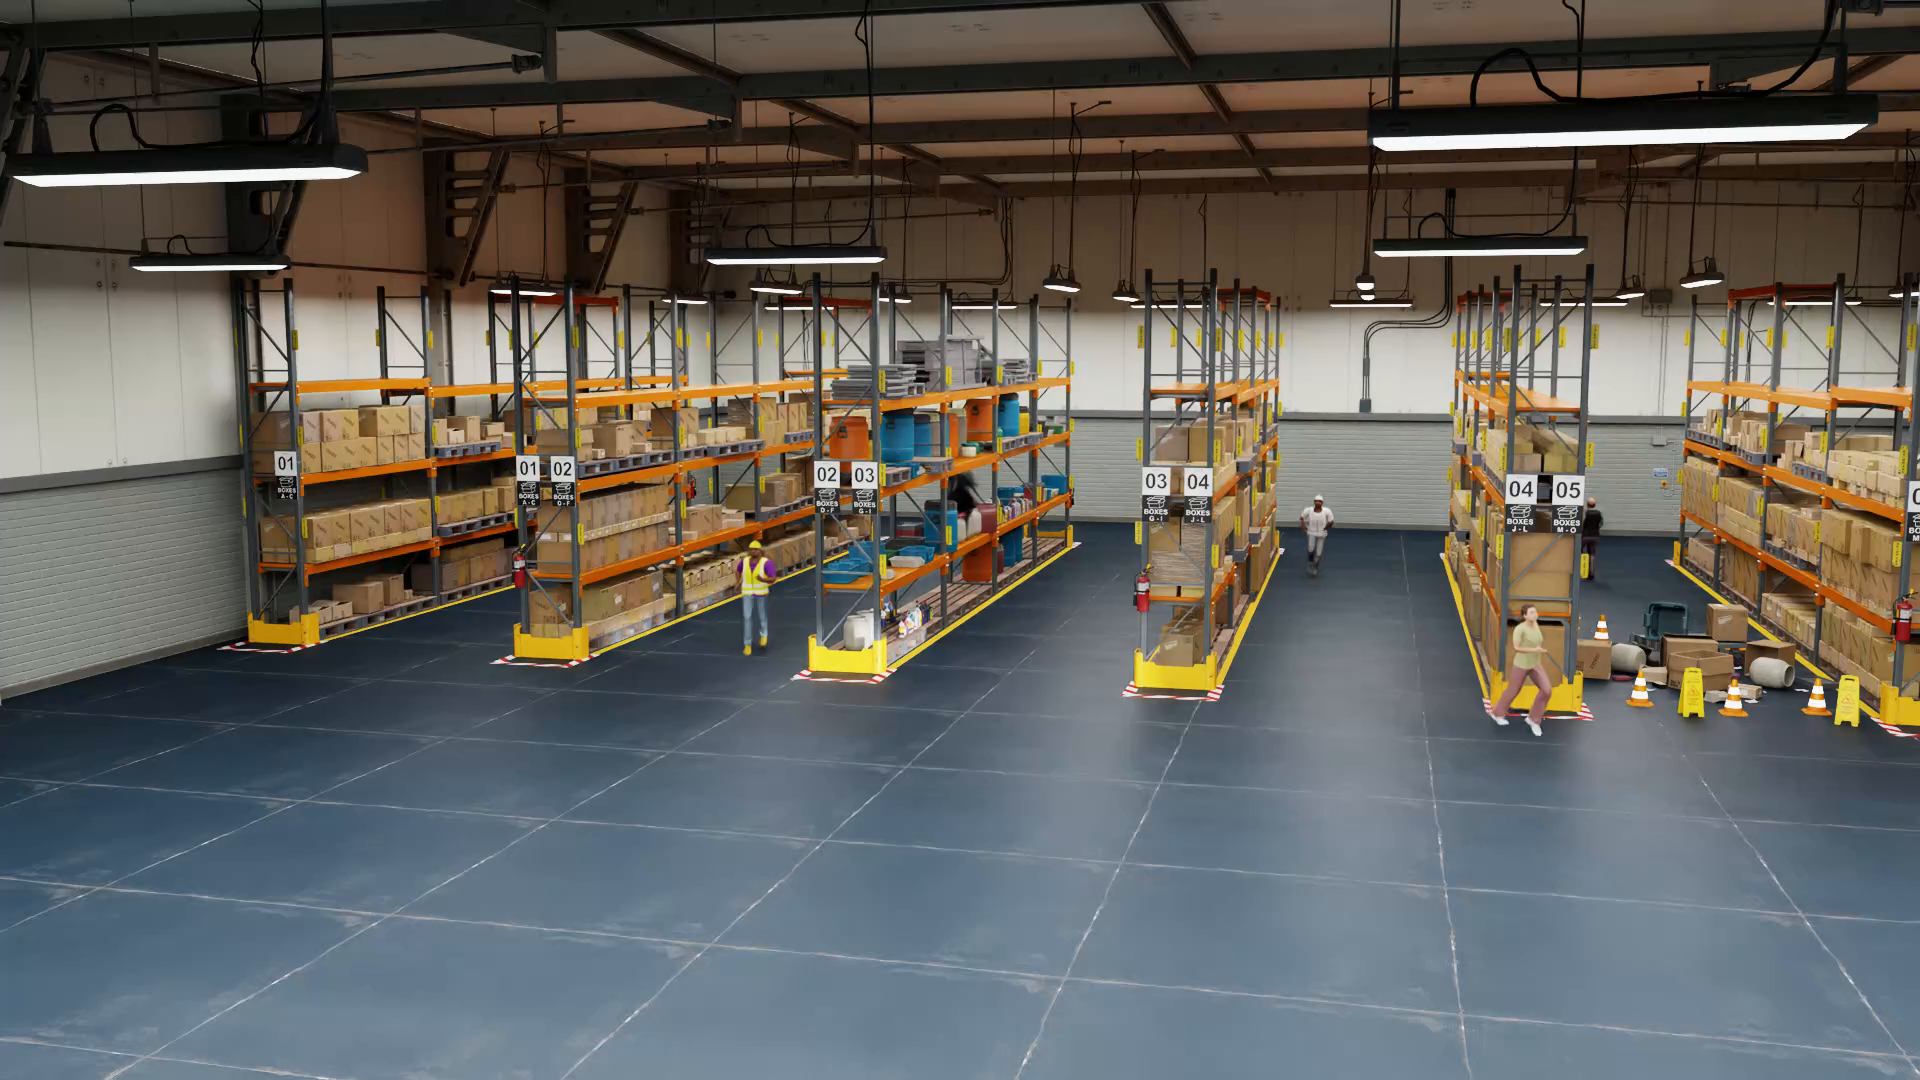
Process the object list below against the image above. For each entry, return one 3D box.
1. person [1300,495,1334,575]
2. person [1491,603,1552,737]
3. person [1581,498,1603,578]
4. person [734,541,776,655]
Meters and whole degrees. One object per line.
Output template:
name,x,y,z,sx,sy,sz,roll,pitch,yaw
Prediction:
person,7.589,-0.100,35.362,0.696,1.717,0.640,1,7,9
person,7.219,1.638,21.259,0.585,1.689,0.851,-3,8,-25
person,13.217,-0.050,35.049,0.635,1.684,0.650,0,7,1
person,-3.293,0.894,26.753,0.692,1.781,0.922,0,7,1
